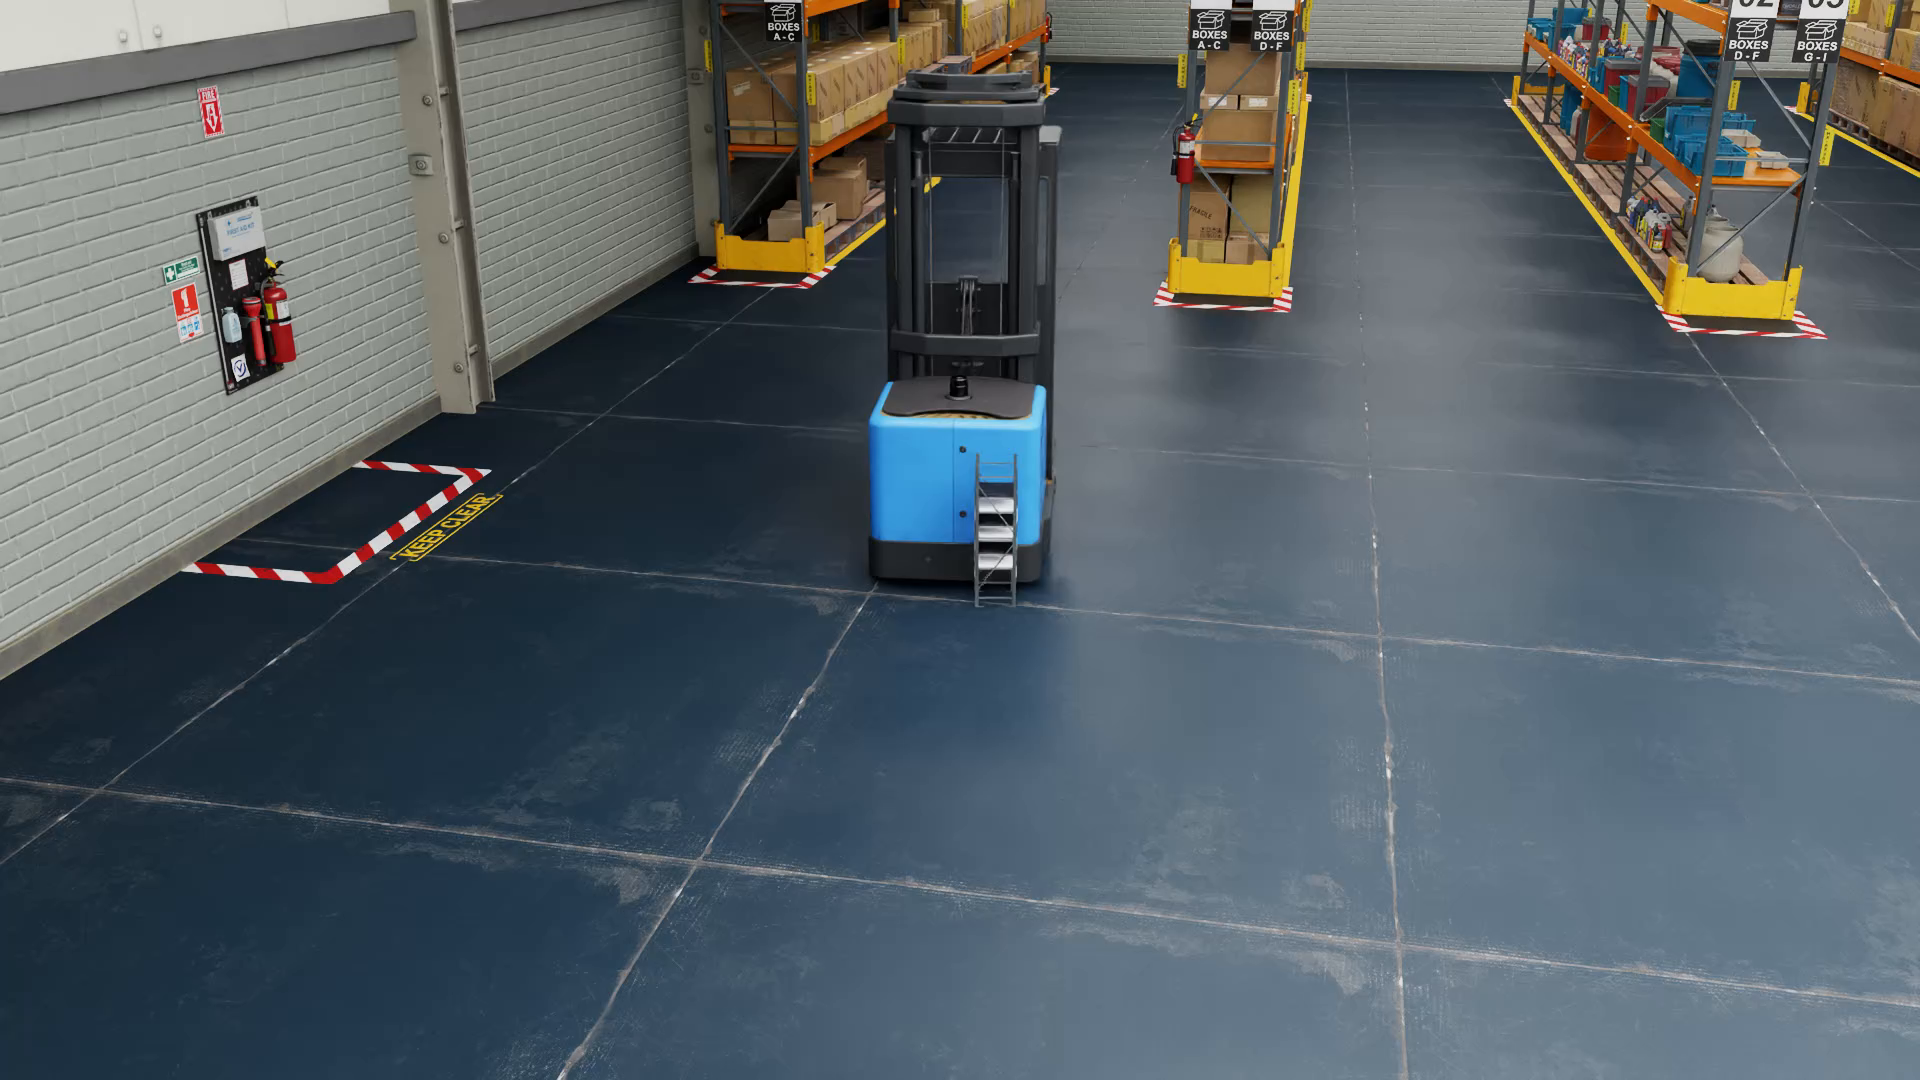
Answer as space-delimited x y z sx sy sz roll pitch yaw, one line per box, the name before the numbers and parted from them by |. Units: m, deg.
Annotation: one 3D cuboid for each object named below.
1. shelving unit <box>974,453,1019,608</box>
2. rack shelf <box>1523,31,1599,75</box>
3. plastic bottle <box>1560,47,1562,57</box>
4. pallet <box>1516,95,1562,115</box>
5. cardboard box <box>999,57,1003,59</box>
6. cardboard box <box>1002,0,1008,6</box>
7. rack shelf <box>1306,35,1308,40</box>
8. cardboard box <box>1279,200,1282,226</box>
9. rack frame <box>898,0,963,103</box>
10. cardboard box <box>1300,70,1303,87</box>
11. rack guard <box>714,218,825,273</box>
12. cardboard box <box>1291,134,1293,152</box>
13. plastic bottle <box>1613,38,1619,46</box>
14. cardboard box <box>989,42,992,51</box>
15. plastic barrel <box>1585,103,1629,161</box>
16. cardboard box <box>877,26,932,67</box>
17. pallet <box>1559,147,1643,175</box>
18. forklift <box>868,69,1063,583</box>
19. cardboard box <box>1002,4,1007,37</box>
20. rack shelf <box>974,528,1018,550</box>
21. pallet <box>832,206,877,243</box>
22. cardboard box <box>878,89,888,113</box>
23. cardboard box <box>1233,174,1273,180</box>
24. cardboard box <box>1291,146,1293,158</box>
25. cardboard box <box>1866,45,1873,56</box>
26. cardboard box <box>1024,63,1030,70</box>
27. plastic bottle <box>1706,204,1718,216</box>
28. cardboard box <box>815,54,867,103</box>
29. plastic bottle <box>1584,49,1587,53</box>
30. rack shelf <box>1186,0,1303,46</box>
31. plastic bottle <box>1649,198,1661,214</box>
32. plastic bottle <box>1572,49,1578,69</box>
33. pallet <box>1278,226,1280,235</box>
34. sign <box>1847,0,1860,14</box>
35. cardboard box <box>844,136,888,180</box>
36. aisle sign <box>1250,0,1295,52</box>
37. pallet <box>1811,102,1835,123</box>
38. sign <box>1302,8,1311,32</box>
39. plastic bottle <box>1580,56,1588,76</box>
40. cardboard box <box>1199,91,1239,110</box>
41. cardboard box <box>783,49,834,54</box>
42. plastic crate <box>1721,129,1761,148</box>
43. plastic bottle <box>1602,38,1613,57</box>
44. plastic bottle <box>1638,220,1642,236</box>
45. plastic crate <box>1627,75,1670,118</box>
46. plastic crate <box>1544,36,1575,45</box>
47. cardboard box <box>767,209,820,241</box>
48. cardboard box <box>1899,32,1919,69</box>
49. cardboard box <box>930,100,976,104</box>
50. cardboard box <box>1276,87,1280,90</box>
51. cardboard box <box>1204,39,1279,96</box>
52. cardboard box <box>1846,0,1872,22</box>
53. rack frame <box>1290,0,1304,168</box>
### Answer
shelving unit | 0.211 -0.051 9.764 0.258 0.900 0.210 0 25 1
rack shelf | 10.459 -8.391 28.637 1.077 0.370 4.000 4 22 11
plastic bottle | 9.526 -7.707 26.242 0.097 0.201 0.097 0 22 0
pallet | 10.661 -7.864 30.098 1.003 0.211 1.213 4 22 11
cardboard box | 0.644 -8.789 30.576 0.380 0.149 0.250 4 22 10
cardboard box | 0.508 -9.100 27.871 0.500 0.250 0.500 5 22 12
rack shelf | 5.611 -8.770 29.578 1.077 0.370 4.000 4 22 11
cardboard box | 3.490 -3.814 19.426 0.500 0.250 0.500 4 22 11
rack frame | -0.464 -7.286 24.929 1.000 3.000 0.127 4 22 11
cardboard box | 6.149 -8.662 31.104 0.500 0.500 0.500 4 22 11
rack guard | -2.081 -3.228 18.200 1.175 0.500 0.348 4 22 11
cardboard box | 4.211 -5.321 22.417 0.500 0.311 0.500 5 22 12
plastic bottle | 10.184 -7.610 25.799 0.144 0.351 0.185 4 22 11
cardboard box | 0.324 -8.125 27.323 0.380 0.149 0.250 4 22 11
plastic barrel | 9.318 -5.899 23.828 0.600 0.830 0.708 4 22 11
cardboard box | -0.782 -6.906 23.264 0.700 0.500 0.500 4 22 11
pallet | 9.355 -5.529 24.299 1.003 0.211 1.213 4 22 11
forklift | 0.095 -1.613 10.936 1.130 2.935 3.031 2 22 5
cardboard box | 0.505 -8.754 28.016 0.500 0.500 0.500 4 22 10
rack shelf | 0.211 -0.021 9.778 0.258 0.077 0.200 0 25 1
pallet | -1.629 -3.834 20.090 1.003 0.211 1.213 4 22 11
cardboard box | -1.190 -5.385 20.383 0.500 0.250 0.500 5 22 11
cardboard box | 3.271 -3.797 18.381 0.500 0.500 0.500 4 22 11
cardboard box | 4.518 -5.618 23.906 0.500 0.250 0.500 5 22 12
cardboard box | 14.746 -7.824 26.601 0.380 0.149 0.250 4 22 10
cardboard box | 0.920 -8.616 31.016 0.700 0.500 0.500 4 22 9
plastic bottle | 8.464 -3.597 18.727 0.144 0.351 0.185 4 22 11
cardboard box | -1.389 -5.357 19.311 0.500 0.500 0.500 5 23 13
plastic bottle | 9.398 -7.248 25.006 0.097 0.271 0.097 0 22 0
rack shelf | 3.162 -5.773 18.120 1.077 0.370 4.000 4 22 11
plastic bottle | 7.989 -3.768 19.152 0.144 0.351 0.185 4 22 11
plastic bottle | 9.198 -7.191 24.851 0.061 0.283 0.133 4 22 11
pallet | 3.367 -3.866 20.169 1.003 0.211 1.213 4 22 11
sign | 8.140 -4.957 15.119 0.100 0.325 0.005 4 22 11
cardboard box | -1.146 -5.138 22.353 0.700 0.500 0.500 5 23 13
aisle sign | 3.041 -5.142 16.127 0.394 0.787 0.004 4 22 11
pallet | 15.630 -7.487 29.161 1.003 0.211 1.213 4 22 11
sign | 4.931 -7.406 23.676 0.100 0.325 0.005 4 22 11
plastic bottle | 9.028 -6.848 24.014 0.097 0.271 0.097 0 22 0
cardboard box | 2.646 -4.485 16.973 0.380 0.149 0.250 4 22 10
cardboard box | -1.797 -5.584 19.873 0.500 0.500 0.500 5 22 12
plastic crate | 8.335 -4.332 17.948 0.530 0.136 0.437 4 22 11
plastic bottle | 10.005 -7.553 25.658 0.144 0.351 0.185 4 22 11
plastic bottle | 7.729 -3.539 18.784 0.097 0.201 0.097 0 22 0
plastic crate | 8.218 -5.298 19.907 0.402 0.464 0.583 4 22 11
plastic crate | 10.017 -8.324 27.794 0.437 0.125 0.590 4 22 11
cardboard box | -1.867 -3.563 18.696 0.500 0.311 0.500 2 22 5
cardboard box | 14.460 -7.329 24.903 0.500 0.500 0.500 4 22 11
cardboard box | -0.185 -6.742 25.895 0.750 0.750 0.750 4 22 10
cardboard box | 3.149 -4.646 17.372 0.380 0.149 0.250 5 22 11
cardboard box | 2.873 -4.821 16.939 0.700 0.500 0.500 5 22 11
cardboard box | 15.152 -8.967 27.903 0.500 0.500 0.500 4 22 9
rack frame | 4.387 -6.910 23.995 1.000 3.000 0.127 4 22 11
